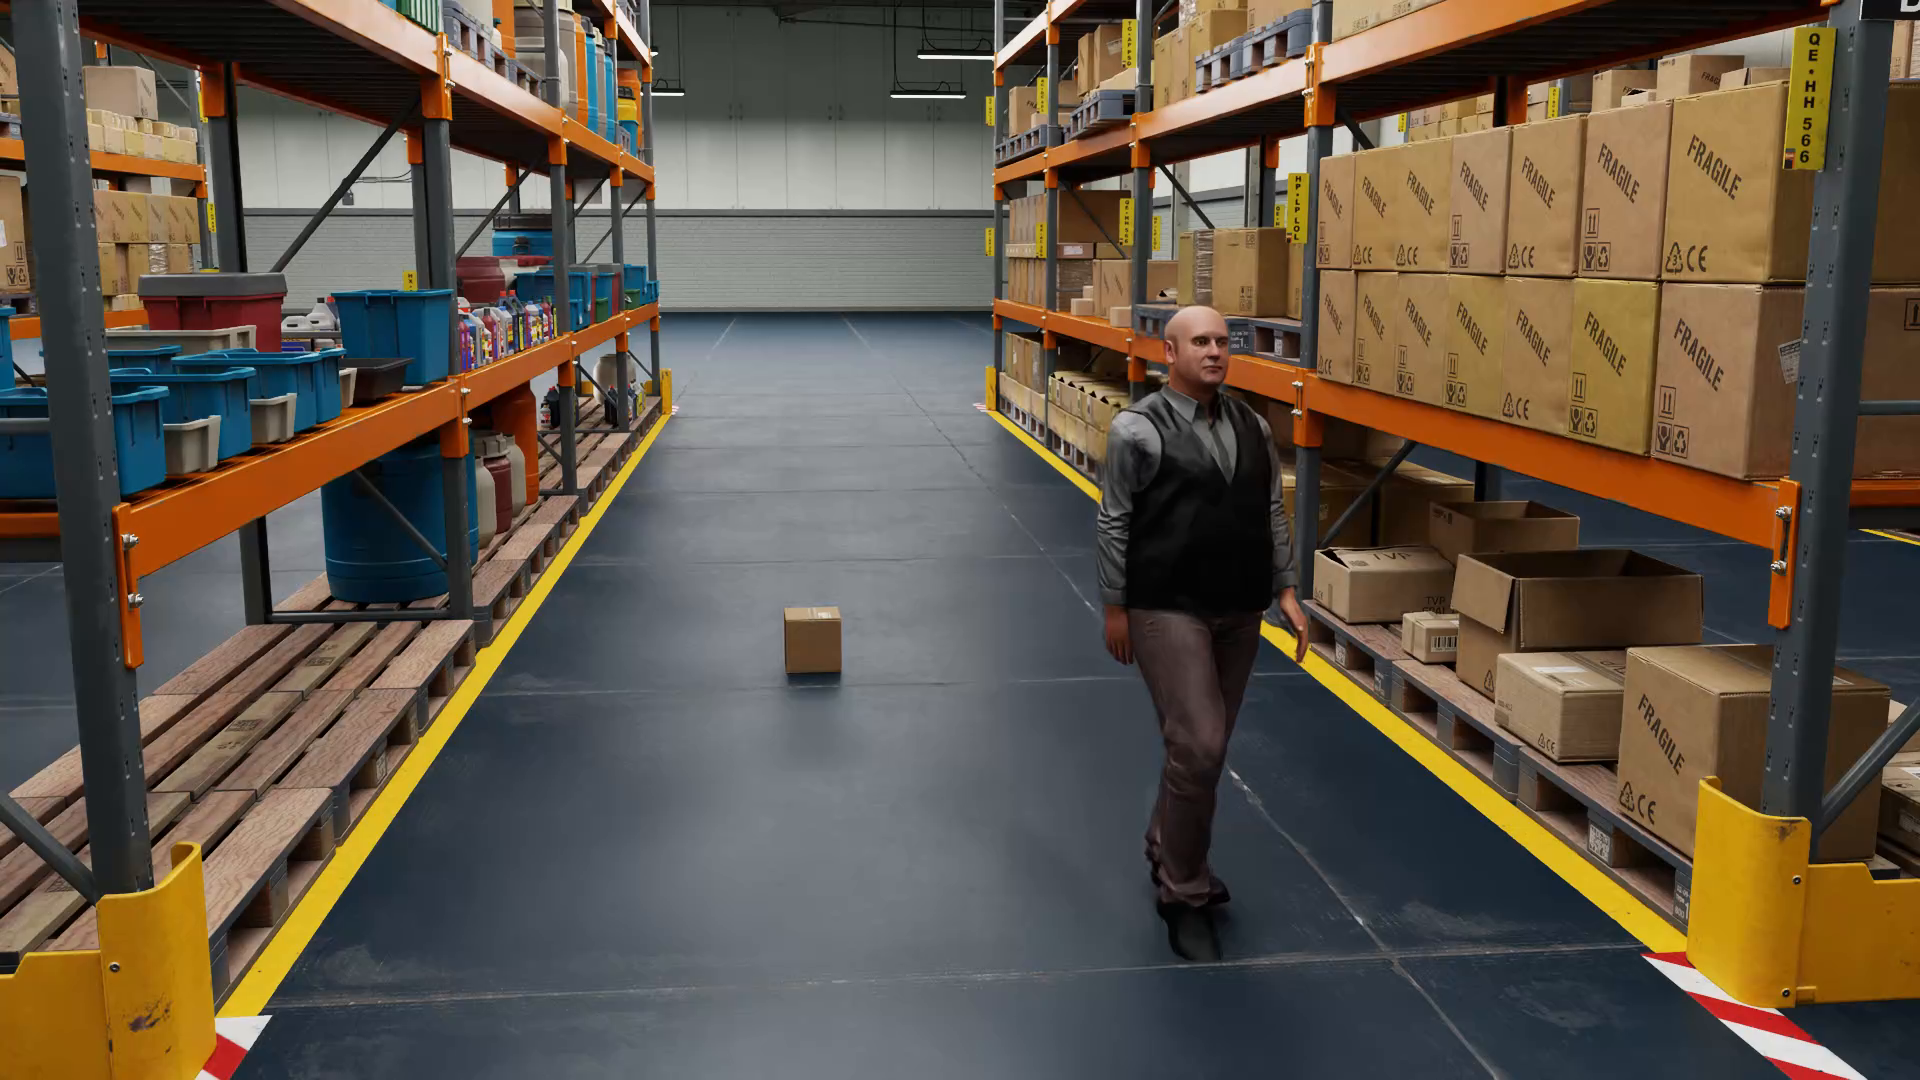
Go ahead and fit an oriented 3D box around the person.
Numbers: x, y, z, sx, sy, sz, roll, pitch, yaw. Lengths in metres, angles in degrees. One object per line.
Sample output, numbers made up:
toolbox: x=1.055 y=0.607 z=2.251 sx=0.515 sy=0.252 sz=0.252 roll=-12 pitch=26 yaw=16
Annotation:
person: x=0.686 y=0.252 z=4.622 sx=0.542 sy=1.786 sz=0.554 roll=-5 pitch=11 yaw=-28
